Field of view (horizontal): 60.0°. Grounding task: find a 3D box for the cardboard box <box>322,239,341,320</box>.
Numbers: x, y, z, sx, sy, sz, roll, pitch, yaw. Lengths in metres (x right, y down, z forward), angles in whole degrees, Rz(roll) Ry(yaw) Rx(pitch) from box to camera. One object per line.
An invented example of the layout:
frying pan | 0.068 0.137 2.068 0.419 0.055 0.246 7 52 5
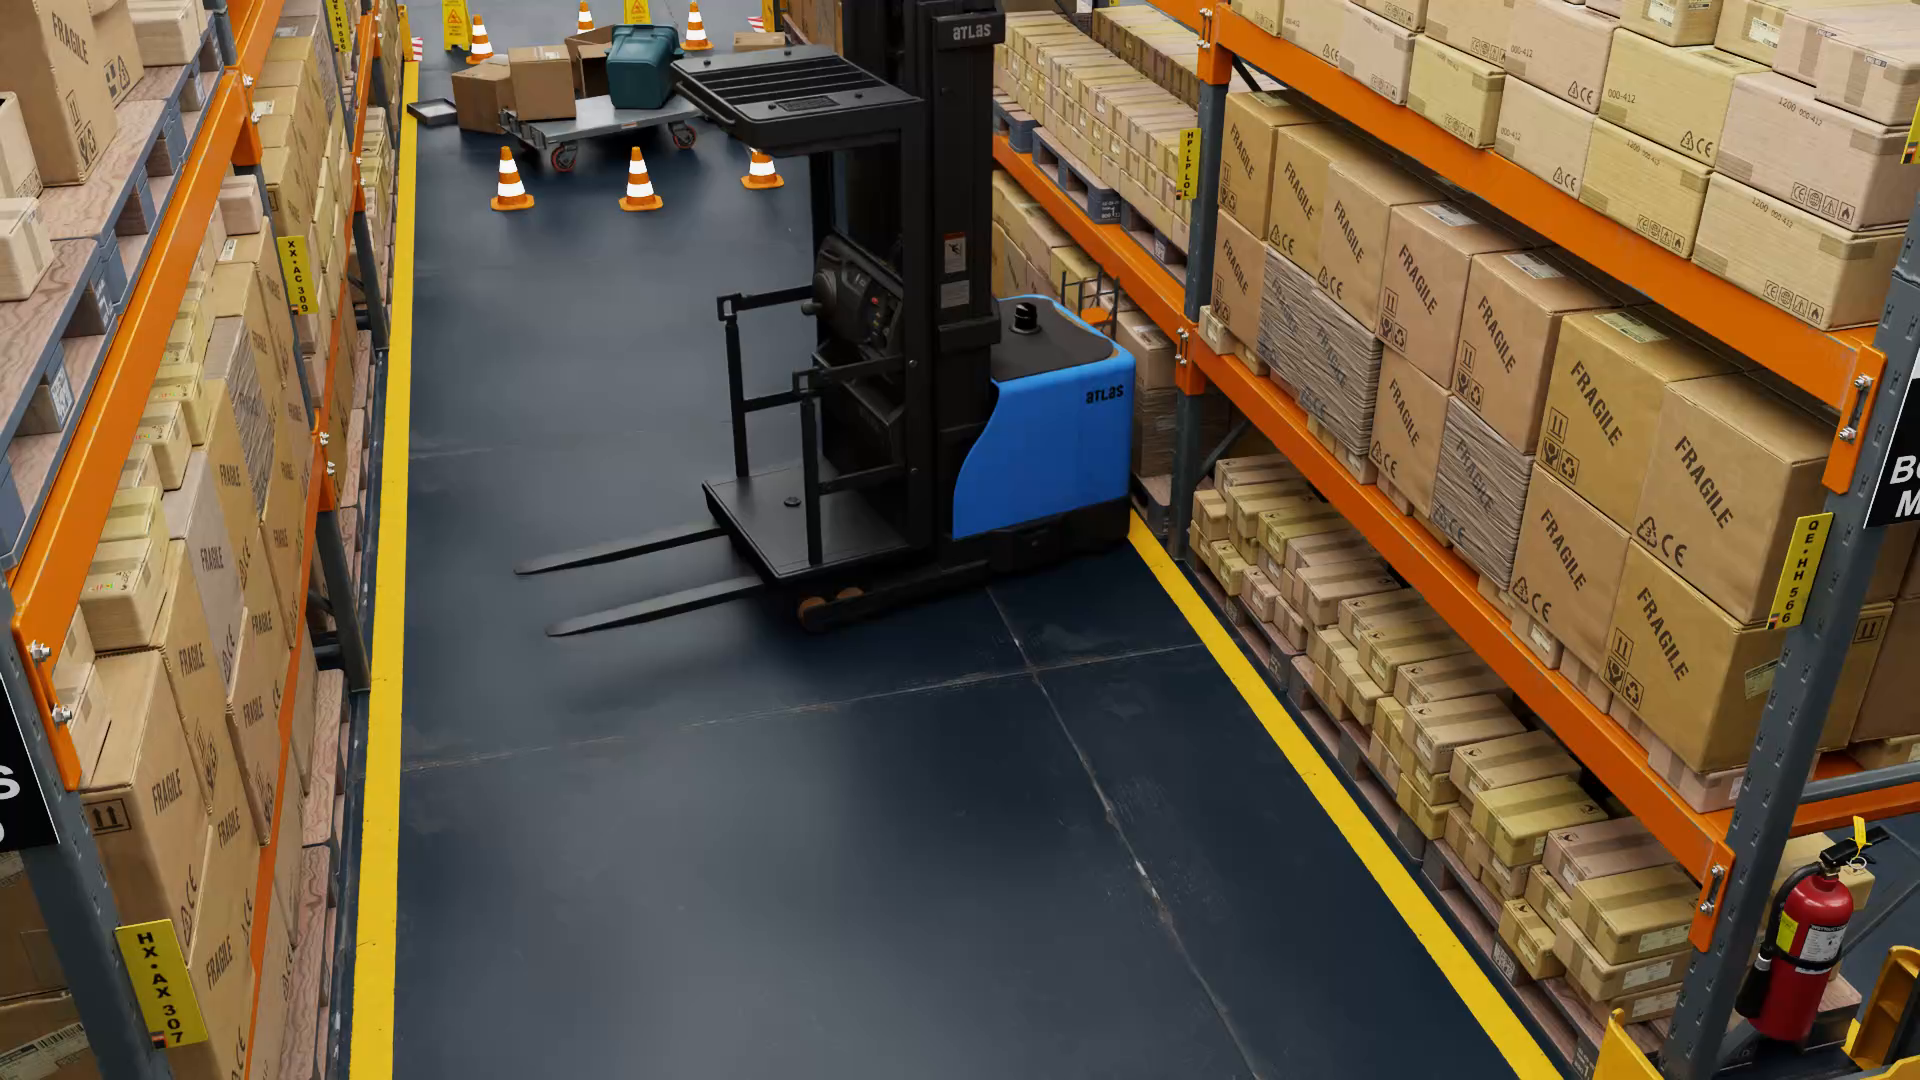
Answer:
cardboard box | -3.297 -1.252 8.069 0.500 0.250 0.500 -8 31 -14

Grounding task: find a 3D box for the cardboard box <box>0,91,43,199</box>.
cardboard box | -2.463 -0.853 3.804 0.500 0.311 0.500 -7 31 -12

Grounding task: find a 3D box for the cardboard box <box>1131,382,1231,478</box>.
cardboard box | 1.131 -0.701 9.043 0.500 0.500 0.500 -8 31 -14

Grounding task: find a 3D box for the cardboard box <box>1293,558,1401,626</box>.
cardboard box | 1.673 0.224 7.201 0.380 0.149 0.250 -7 31 -12

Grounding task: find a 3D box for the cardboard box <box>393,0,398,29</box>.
cardboard box | -5.896 -5.330 16.541 0.500 0.500 0.500 -8 31 -13

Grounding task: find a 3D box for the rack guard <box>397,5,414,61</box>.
rack guard | -6.340 -5.248 17.317 1.175 0.500 0.348 -8 31 -13

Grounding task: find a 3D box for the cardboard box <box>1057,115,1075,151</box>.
cardboard box | 0.787 -2.399 9.732 0.380 0.149 0.250 -7 31 -13

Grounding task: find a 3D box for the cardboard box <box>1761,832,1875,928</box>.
cardboard box | 2.820 1.151 5.600 0.380 0.149 0.250 -9 31 -16

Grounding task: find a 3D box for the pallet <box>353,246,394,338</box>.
pallet | -4.443 -1.673 11.430 1.003 0.211 1.213 -8 31 -13

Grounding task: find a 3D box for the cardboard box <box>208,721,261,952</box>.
cardboard box | -2.125 0.808 4.260 0.500 0.500 0.500 -8 31 -14

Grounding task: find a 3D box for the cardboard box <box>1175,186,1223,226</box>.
cardboard box | 1.274 -1.645 8.132 0.380 0.149 0.250 -7 31 -12

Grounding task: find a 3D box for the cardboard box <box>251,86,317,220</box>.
cardboard box | -3.307 -1.782 7.736 0.500 0.500 0.500 -9 31 -15

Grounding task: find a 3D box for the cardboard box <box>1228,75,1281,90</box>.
cardboard box | 1.565 -2.484 9.284 0.380 0.149 0.250 -7 31 -11

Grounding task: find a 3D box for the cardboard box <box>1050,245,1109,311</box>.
cardboard box | 0.851 -1.531 9.729 0.500 0.250 0.500 -9 31 -15

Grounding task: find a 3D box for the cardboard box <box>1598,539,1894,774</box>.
cardboard box | 2.265 0.300 4.841 0.500 0.500 0.500 -7 31 -12

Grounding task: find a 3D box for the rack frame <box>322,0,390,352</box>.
rack frame | -4.237 -2.502 10.079 1.000 3.000 0.127 -8 31 -13

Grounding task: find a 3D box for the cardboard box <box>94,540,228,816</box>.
cardboard box | -2.110 0.367 4.023 0.500 0.500 0.500 -9 31 -15

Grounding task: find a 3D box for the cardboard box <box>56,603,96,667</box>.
cardboard box | -2.079 0.279 3.527 0.380 0.149 0.250 -7 31 -12

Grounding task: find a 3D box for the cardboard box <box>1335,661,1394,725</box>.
cardboard box | 1.777 0.606 6.838 0.380 0.149 0.250 -8 31 -13

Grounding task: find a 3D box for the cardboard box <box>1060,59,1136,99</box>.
cardboard box | 0.795 -2.656 9.582 0.380 0.149 0.250 -7 31 -12

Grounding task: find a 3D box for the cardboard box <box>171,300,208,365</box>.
cardboard box | -2.508 -0.595 5.038 0.380 0.149 0.250 -8 31 -14

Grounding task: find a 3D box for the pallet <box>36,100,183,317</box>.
pallet | -2.648 -0.846 4.311 1.003 0.211 1.213 -8 31 -13

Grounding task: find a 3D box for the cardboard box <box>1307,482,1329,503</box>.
cardboard box | 1.960 -0.244 8.307 0.380 0.149 0.250 -7 31 -12

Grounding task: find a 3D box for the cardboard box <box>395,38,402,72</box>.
cardboard box | -5.757 -4.752 16.291 0.500 0.250 0.500 -8 31 -13

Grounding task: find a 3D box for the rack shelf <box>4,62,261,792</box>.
rack shelf | -2.645 -0.591 4.501 1.077 0.370 4.000 -8 31 -13

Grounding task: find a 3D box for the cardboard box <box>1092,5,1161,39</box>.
cardboard box | 1.081 -3.364 10.805 0.380 0.149 0.250 -9 31 -15

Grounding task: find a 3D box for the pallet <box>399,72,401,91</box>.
pallet | -6.159 -4.725 16.703 1.003 0.211 1.213 -8 31 -13

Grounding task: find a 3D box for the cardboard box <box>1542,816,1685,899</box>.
cardboard box | 2.236 1.098 5.691 0.380 0.149 0.250 -7 31 -12

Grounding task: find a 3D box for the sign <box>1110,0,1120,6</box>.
sign | 1.029 -3.753 11.163 0.100 0.325 0.005 -8 31 -13

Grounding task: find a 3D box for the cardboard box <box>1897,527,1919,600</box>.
cardboard box | 2.769 -0.202 4.710 0.500 0.500 0.500 -8 31 -14

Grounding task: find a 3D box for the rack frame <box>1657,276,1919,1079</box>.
rack frame | 2.632 0.655 4.625 1.000 3.000 0.127 -8 31 -13

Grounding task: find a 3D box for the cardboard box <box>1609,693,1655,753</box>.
cardboard box | 2.243 0.518 5.111 0.380 0.149 0.250 -8 31 -13

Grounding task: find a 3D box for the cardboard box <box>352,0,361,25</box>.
cardboard box | -4.669 -3.923 12.366 0.380 0.149 0.250 -8 31 -13

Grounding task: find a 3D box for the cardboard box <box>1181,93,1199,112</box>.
cardboard box | 1.492 -2.486 9.585 0.380 0.149 0.250 -8 31 -14

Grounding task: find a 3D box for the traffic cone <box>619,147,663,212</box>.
traffic cone | -2.579 -2.916 13.327 0.336 0.463 0.334 -8 31 -13

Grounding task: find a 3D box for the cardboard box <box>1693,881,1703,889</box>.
cardboard box | 2.722 1.151 5.897 0.380 0.149 0.250 -8 31 -14

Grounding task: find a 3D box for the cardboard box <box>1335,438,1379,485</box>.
cardboard box | 1.726 -0.359 6.626 0.380 0.149 0.250 -7 31 -11

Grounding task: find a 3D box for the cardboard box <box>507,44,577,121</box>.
cardboard box | -3.591 -3.931 14.287 0.500 0.500 0.500 -8 31 -13

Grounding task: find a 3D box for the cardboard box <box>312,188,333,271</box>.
cardboard box | -3.294 -1.467 7.941 0.500 0.250 0.500 -7 31 -13

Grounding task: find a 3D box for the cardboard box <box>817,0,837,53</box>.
cardboard box | -0.895 -5.151 16.357 0.875 0.875 0.875 -8 31 -13

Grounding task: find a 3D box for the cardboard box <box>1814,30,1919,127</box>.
cardboard box | 2.260 -1.089 3.896 0.380 0.149 0.250 -8 31 -14

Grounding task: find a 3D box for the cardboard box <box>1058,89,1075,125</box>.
cardboard box | 0.787 -2.529 9.660 0.380 0.149 0.250 -8 31 -14

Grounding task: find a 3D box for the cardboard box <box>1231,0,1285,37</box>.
cardboard box | 1.439 -2.252 6.802 0.500 0.250 0.500 -6 31 -11

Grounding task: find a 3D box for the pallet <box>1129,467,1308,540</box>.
pallet | 1.362 -0.446 9.310 1.003 0.211 1.213 -8 31 -13

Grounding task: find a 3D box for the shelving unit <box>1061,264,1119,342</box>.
shelving unit | 0.682 -0.890 9.078 0.258 1.200 0.189 -13 34 -22

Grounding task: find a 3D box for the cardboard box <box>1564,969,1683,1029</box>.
cardboard box | 2.291 1.480 5.625 0.380 0.149 0.250 -7 31 -12

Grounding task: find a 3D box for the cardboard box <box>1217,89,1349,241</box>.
cardboard box | 1.455 -1.632 7.180 0.500 0.500 0.500 -7 31 -12

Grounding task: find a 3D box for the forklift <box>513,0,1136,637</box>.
forklift | -0.666 -1.128 7.773 3.031 2.935 1.130 -14 33 -23

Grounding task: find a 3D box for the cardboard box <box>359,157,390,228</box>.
cardboard box | -4.777 -2.543 12.354 0.950 0.372 0.625 -7 31 -12

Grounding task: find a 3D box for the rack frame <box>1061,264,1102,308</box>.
rack frame | 0.642 -0.933 9.148 0.240 1.200 0.006 -13 34 -22

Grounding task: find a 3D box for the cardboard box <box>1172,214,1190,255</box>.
cardboard box | 1.274 -1.516 8.206 0.380 0.149 0.250 -9 31 -14

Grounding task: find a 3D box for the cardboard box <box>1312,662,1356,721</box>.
cardboard box | 1.741 0.615 7.120 0.380 0.149 0.250 -9 31 -15

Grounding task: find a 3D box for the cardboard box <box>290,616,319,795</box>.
cardboard box | -3.112 0.674 6.729 0.875 0.438 0.875 -8 31 -14

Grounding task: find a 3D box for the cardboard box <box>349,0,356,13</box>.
cardboard box | -4.691 -4.106 12.034 0.500 0.500 0.500 -7 31 -12
